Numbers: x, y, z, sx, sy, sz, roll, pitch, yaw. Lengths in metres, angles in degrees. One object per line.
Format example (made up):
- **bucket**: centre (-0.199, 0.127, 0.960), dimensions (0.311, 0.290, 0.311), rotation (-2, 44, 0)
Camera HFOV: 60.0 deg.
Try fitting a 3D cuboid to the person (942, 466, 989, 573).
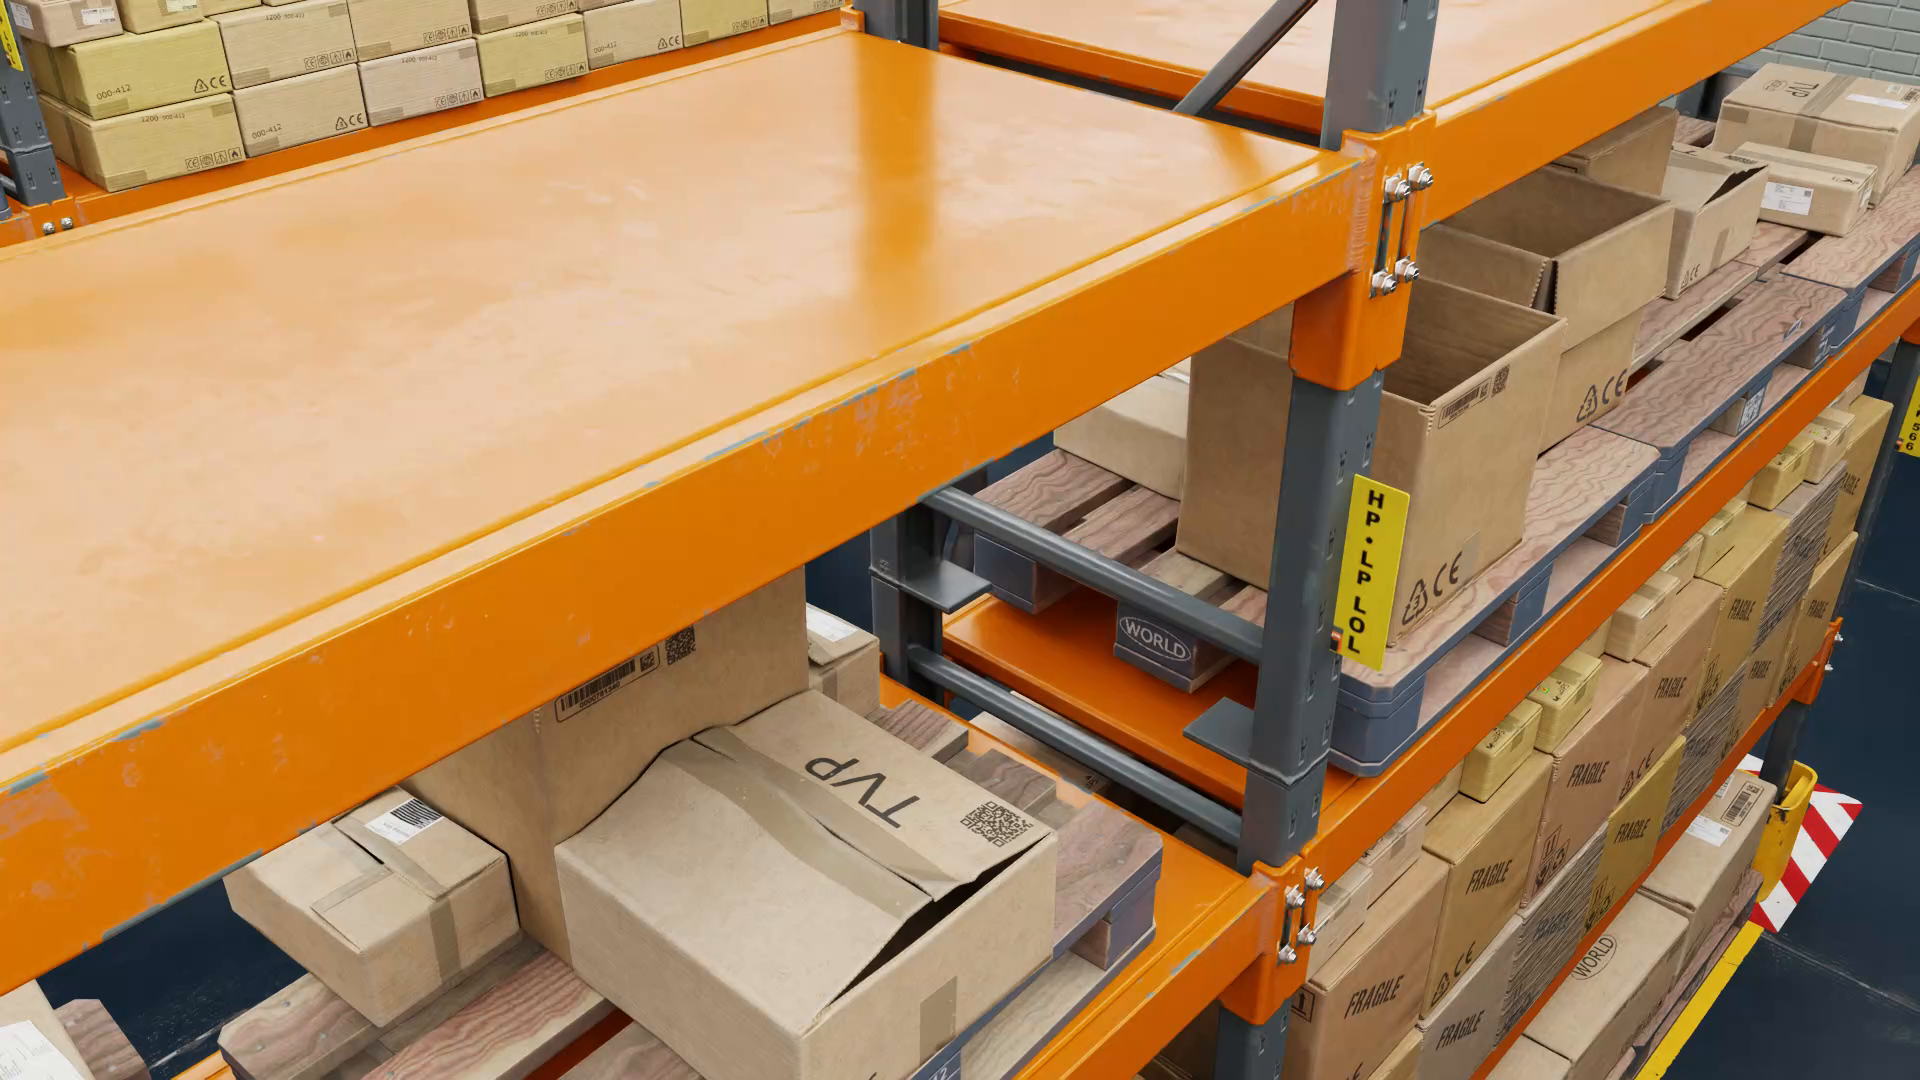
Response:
- **person**: centre (-0.045, -0.388, 8.277), dimensions (0.438, 1.658, 0.300), rotation (26, 40, 36)
